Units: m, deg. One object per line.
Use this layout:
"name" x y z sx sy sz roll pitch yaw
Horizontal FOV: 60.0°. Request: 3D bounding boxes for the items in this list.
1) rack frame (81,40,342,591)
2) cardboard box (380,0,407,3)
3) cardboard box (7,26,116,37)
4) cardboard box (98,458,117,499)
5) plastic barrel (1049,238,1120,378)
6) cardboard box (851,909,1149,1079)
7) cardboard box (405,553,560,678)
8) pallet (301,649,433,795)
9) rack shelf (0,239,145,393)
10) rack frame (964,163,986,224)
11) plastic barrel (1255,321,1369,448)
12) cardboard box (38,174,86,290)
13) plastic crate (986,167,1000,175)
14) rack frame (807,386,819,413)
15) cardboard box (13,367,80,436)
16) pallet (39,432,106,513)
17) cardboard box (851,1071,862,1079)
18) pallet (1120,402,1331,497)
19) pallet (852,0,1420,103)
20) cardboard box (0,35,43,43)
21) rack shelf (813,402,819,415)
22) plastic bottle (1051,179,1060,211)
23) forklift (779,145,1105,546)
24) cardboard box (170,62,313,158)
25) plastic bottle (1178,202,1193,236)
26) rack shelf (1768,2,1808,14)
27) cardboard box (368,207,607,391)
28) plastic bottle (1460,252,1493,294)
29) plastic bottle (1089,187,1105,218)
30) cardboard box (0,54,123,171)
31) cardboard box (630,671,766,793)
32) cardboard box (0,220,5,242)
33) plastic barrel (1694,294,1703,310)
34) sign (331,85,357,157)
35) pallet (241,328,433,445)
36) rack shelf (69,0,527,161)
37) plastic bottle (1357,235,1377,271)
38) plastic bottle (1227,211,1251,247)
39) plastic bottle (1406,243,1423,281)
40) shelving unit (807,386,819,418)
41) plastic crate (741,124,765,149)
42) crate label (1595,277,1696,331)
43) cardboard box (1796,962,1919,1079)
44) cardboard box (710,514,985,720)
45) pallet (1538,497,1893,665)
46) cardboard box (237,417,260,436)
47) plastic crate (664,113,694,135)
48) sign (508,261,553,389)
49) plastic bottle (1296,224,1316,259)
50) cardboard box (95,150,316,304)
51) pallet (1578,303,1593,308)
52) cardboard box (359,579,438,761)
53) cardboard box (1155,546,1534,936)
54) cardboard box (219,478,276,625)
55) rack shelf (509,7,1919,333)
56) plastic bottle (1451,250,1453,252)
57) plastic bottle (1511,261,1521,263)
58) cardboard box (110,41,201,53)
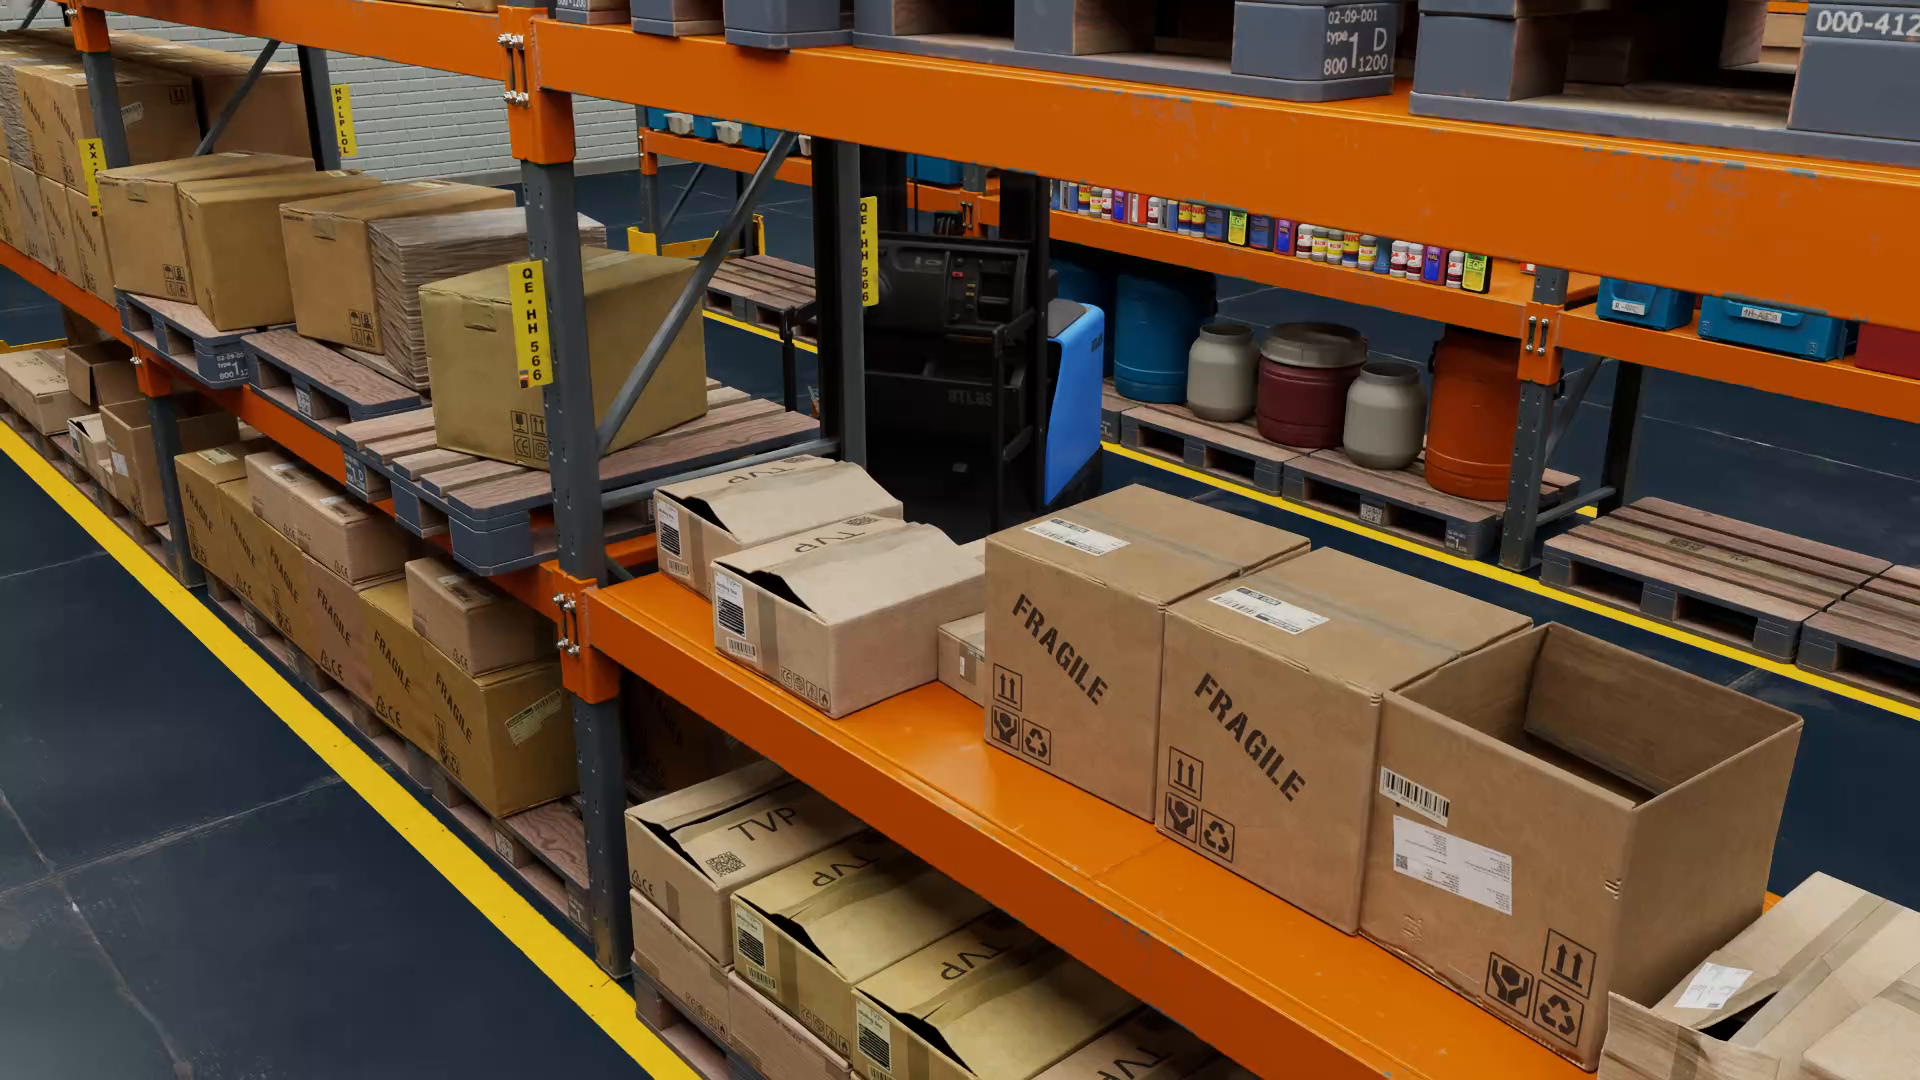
"rack frame" -3.316 -1.292 7.671 1.000 3.000 0.127 -17 27 -37
"cardboard box" -1.348 -1.884 4.931 0.910 0.500 0.500 -17 27 -37
"cardboard box" -5.428 -2.852 10.145 0.500 0.500 0.500 -18 28 -38
"cardboard box" -4.193 -0.349 8.568 0.380 0.149 0.250 -17 27 -37
"plastic barrel" 0.781 -1.535 10.591 0.600 0.901 0.708 -17 27 -37
"cardboard box" 0.095 1.136 3.897 0.500 0.311 0.500 -18 28 -39
"cardboard box" -1.534 0.206 5.642 0.500 0.250 0.500 -16 27 -35
"pallet" -1.956 0.559 6.767 1.003 0.211 1.213 -17 27 -37
"rack shelf" -4.622 -1.510 9.213 1.077 0.370 4.000 -17 27 -37
"rack frame" 0.439 -2.471 10.679 1.000 3.000 0.127 -17 27 -37
"plastic barrel" 1.980 -0.881 9.352 0.600 0.588 0.708 -17 27 -37
"cardboard box" -4.175 -1.558 8.212 0.500 0.500 0.500 -17 27 -36
"plastic crate" 0.243 -2.538 11.131 0.396 0.136 0.243 -17 27 -37
"rack frame" -0.722 -0.761 9.907 0.240 0.006 1.200 -4 21 -11
"cardboard box" -5.135 -0.828 9.652 0.500 0.250 0.500 -17 27 -37
"pallet" -4.564 -0.521 9.525 1.003 0.211 1.213 -17 27 -37
"cardboard box" 0.087 1.393 4.009 0.500 0.250 0.500 -18 28 -39
"pallet" 1.711 -0.612 9.756 1.003 0.211 1.213 -17 27 -37
"pallet" 0.538 -1.022 3.125 1.003 0.211 1.213 -16 26 -35
"cardboard box" -5.490 -2.582 9.454 0.500 0.500 0.500 -17 27 -37
"rack shelf" -0.760 -0.744 10.119 0.258 0.180 0.103 -4 21 -11
"plastic bottle" 0.595 -2.116 9.951 0.097 0.271 0.097 0 21 0
"forklift" -0.213 -1.151 7.404 1.130 2.935 3.031 8 23 19
"cardboard box" -3.411 -2.002 7.973 0.500 0.500 0.500 -17 27 -36
"plastic bottle" 1.263 -1.834 9.229 0.097 0.271 0.097 0 21 0
"rack shelf" 4.355 -1.875 6.030 1.077 0.370 4.000 -17 27 -37
"cardboard box" -1.654 -0.875 5.891 0.700 0.500 0.500 -12 24 -28
"plastic bottle" 2.462 -1.321 7.904 0.061 0.283 0.133 -17 27 -37
"plastic bottle" 0.810 -1.993 9.732 0.097 0.201 0.097 0 21 0
"cardboard box" -4.508 -2.163 8.385 0.500 0.500 0.500 -17 27 -37
"cardboard box" -0.786 0.578 5.719 0.500 0.500 0.500 -16 27 -35
"cardboard box" -5.171 -1.978 9.284 0.500 0.500 0.500 -18 27 -38
"plastic barrel" 3.582 -1.373 7.689 0.600 0.536 0.708 -17 27 -37
"sign" -2.898 -1.965 7.799 0.100 0.325 0.005 -17 27 -37
"pallet" -1.978 -0.634 6.253 1.003 0.211 1.213 -17 27 -37
"rack shelf" -2.011 -1.802 5.844 1.077 0.370 4.000 -17 27 -37
"plastic bottle" 2.060 -1.464 8.381 0.097 0.201 0.097 0 21 0
"plastic bottle" 1.509 -1.725 8.935 0.061 0.283 0.133 -17 27 -37
"plastic bottle" 2.250 -1.383 8.175 0.097 0.201 0.097 0 21 0
"shelving unit" -0.722 -0.675 9.940 0.258 0.189 1.200 -4 21 -11
"plastic crate" -1.401 -3.015 12.217 0.416 0.233 0.300 -17 27 -37
"crate label" 3.041 -1.082 7.363 0.303 0.233 0.416 -17 27 -37
"cardboard box" 1.551 0.862 2.376 0.500 0.250 0.500 -15 26 -34
"cardboard box" -0.268 0.147 4.117 0.500 0.311 0.500 -18 28 -38
"pallet" 3.526 0.156 7.795 1.003 0.211 1.213 -17 27 -37
"cardboard box" -3.999 -0.582 9.139 0.380 0.166 0.250 -17 27 -37
"plastic crate" -2.114 -3.226 12.886 0.250 0.136 0.298 -17 27 -37
"sign" -1.110 -0.558 4.316 0.100 0.325 0.005 -17 27 -37
"plastic bottle" 1.806 -1.571 8.655 0.097 0.201 0.097 0 21 0
"cardboard box" -3.177 -1.350 7.106 0.500 0.500 0.700 12 24 28
"pallet" 5.552 -1.819 12.838 1.003 0.211 1.213 -17 27 -37
"cardboard box" -1.831 0.426 6.107 0.500 0.500 0.500 -19 28 -39
"cardboard box" 0.746 0.371 3.286 0.500 0.500 0.500 -17 27 -37
"cardboard box" -2.829 0.003 7.187 0.500 0.500 0.500 -17 27 -37
"rack shelf" 0.600 -0.696 3.022 1.077 0.370 4.000 -17 27 -37
"plastic bottle" 2.609 -1.654 8.770 0.097 0.271 0.097 0 21 0
"plastic bottle" 2.894 -1.535 8.562 0.097 0.201 0.097 0 21 0
"cardboard box" -4.421 -2.429 9.064 0.500 0.500 0.500 -16 27 -36
